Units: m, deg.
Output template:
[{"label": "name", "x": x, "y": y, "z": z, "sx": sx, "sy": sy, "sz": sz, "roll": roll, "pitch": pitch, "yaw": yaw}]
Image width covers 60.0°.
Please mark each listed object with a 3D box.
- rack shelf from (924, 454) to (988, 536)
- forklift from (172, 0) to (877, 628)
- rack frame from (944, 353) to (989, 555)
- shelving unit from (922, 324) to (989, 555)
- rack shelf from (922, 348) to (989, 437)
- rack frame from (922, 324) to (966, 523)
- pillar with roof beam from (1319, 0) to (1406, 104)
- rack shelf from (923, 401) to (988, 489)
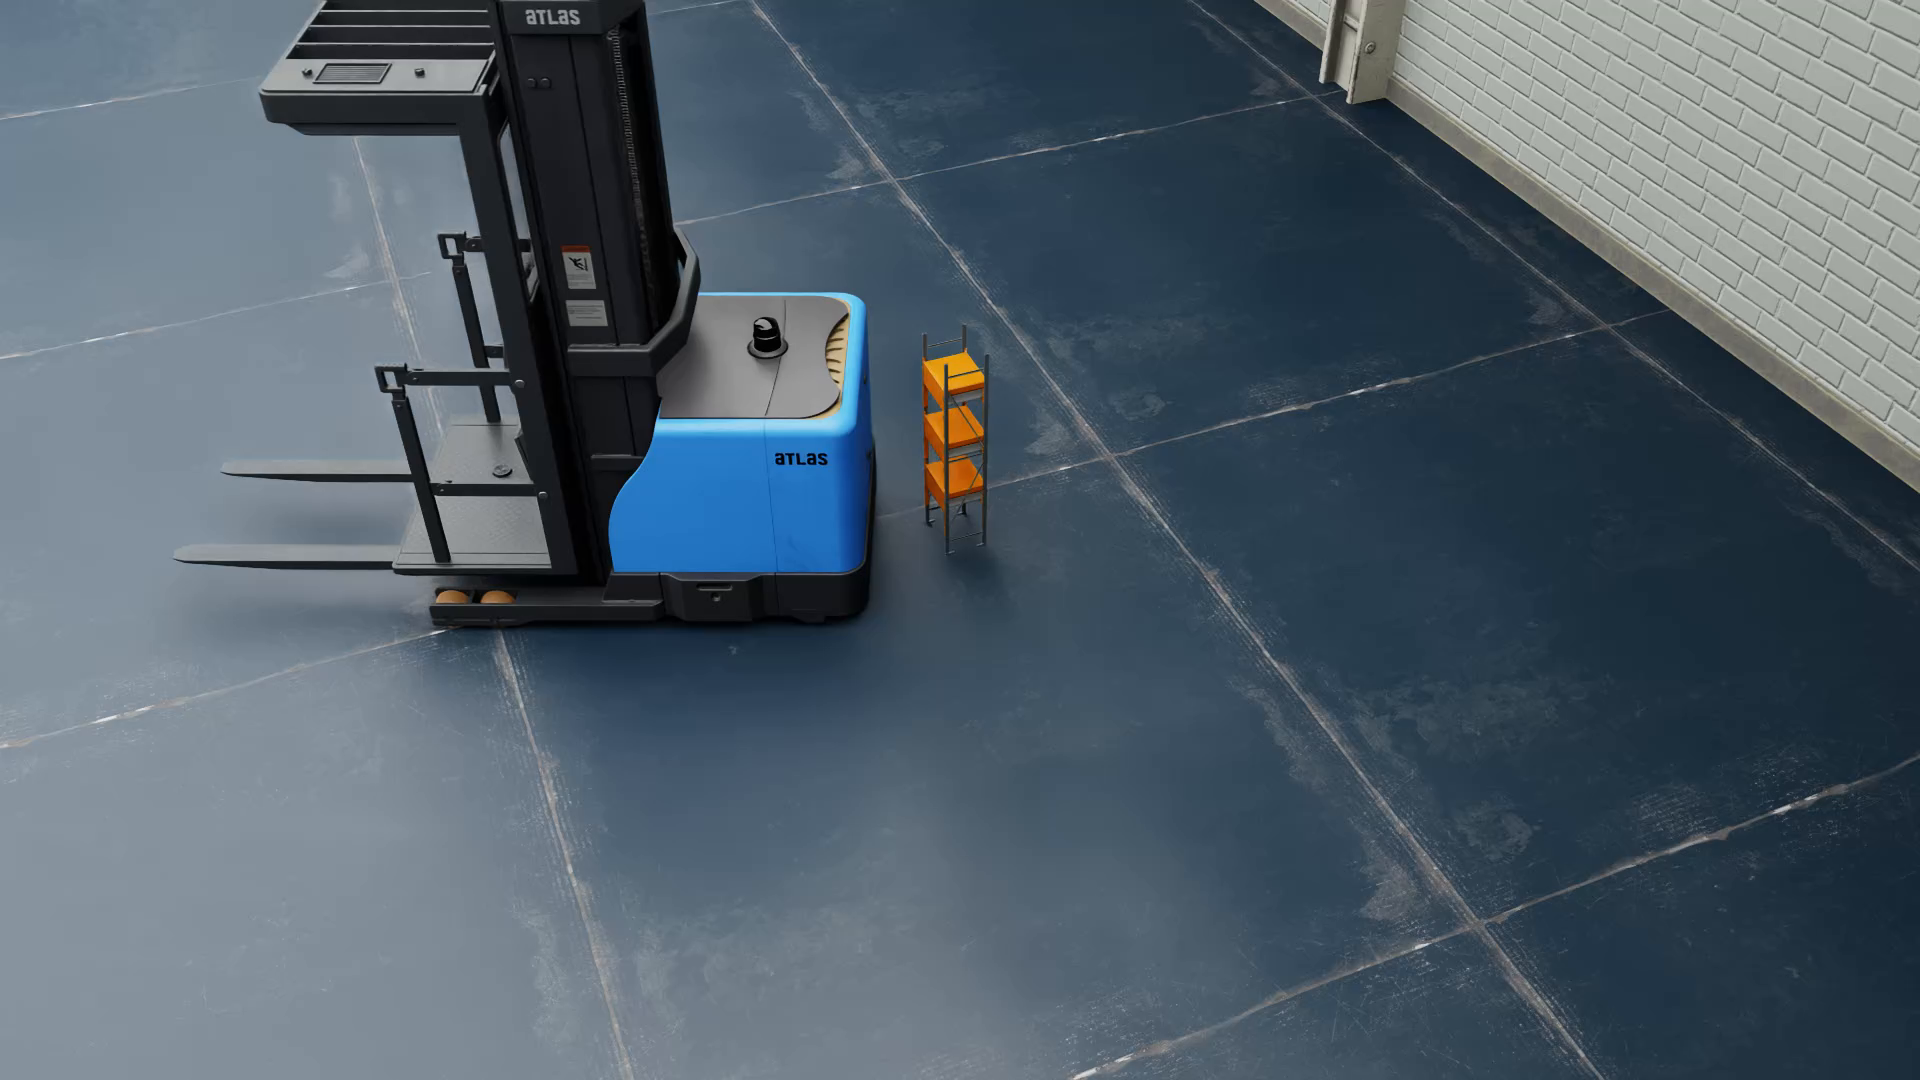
[{"label": "rack shelf", "x": -0.020, "y": -0.212, "z": 7.552, "sx": 0.215, "sy": 0.259, "sz": 0.240, "roll": -15, "pitch": 43, "yaw": -17}, {"label": "forklift", "x": -1.913, "y": -1.075, "z": 6.671, "sx": 3.031, "sy": 2.935, "sz": 1.130, "roll": 0, "pitch": 41, "yaw": 0}, {"label": "rack frame", "x": 0.026, "y": -0.357, "z": 7.278, "sx": 0.200, "sy": 1.050, "sz": 0.008, "roll": -15, "pitch": 43, "yaw": -17}, {"label": "shelving unit", "x": -0.020, "y": -0.430, "z": 7.364, "sx": 0.215, "sy": 1.050, "sz": 0.252, "roll": -15, "pitch": 43, "yaw": -17}, {"label": "rack shelf", "x": -0.020, "y": -0.637, "z": 7.186, "sx": 0.215, "sy": 0.259, "sz": 0.240, "roll": -15, "pitch": 43, "yaw": -17}, {"label": "rack frame", "x": -0.067, "y": -0.504, "z": 7.449, "sx": 0.200, "sy": 1.050, "sz": 0.008, "roll": -15, "pitch": 43, "yaw": -17}, {"label": "pillar with roof beam", "x": -1.323, "y": -5.384, "z": 7.028, "sx": 9.100, "sy": 9.000, "sz": 0.400, "roll": -15, "pitch": 43, "yaw": -17}, {"label": "rack shelf", "x": -0.020, "y": -0.422, "z": 7.371, "sx": 0.215, "sy": 0.259, "sz": 0.240, "roll": -15, "pitch": 43, "yaw": -17}]
